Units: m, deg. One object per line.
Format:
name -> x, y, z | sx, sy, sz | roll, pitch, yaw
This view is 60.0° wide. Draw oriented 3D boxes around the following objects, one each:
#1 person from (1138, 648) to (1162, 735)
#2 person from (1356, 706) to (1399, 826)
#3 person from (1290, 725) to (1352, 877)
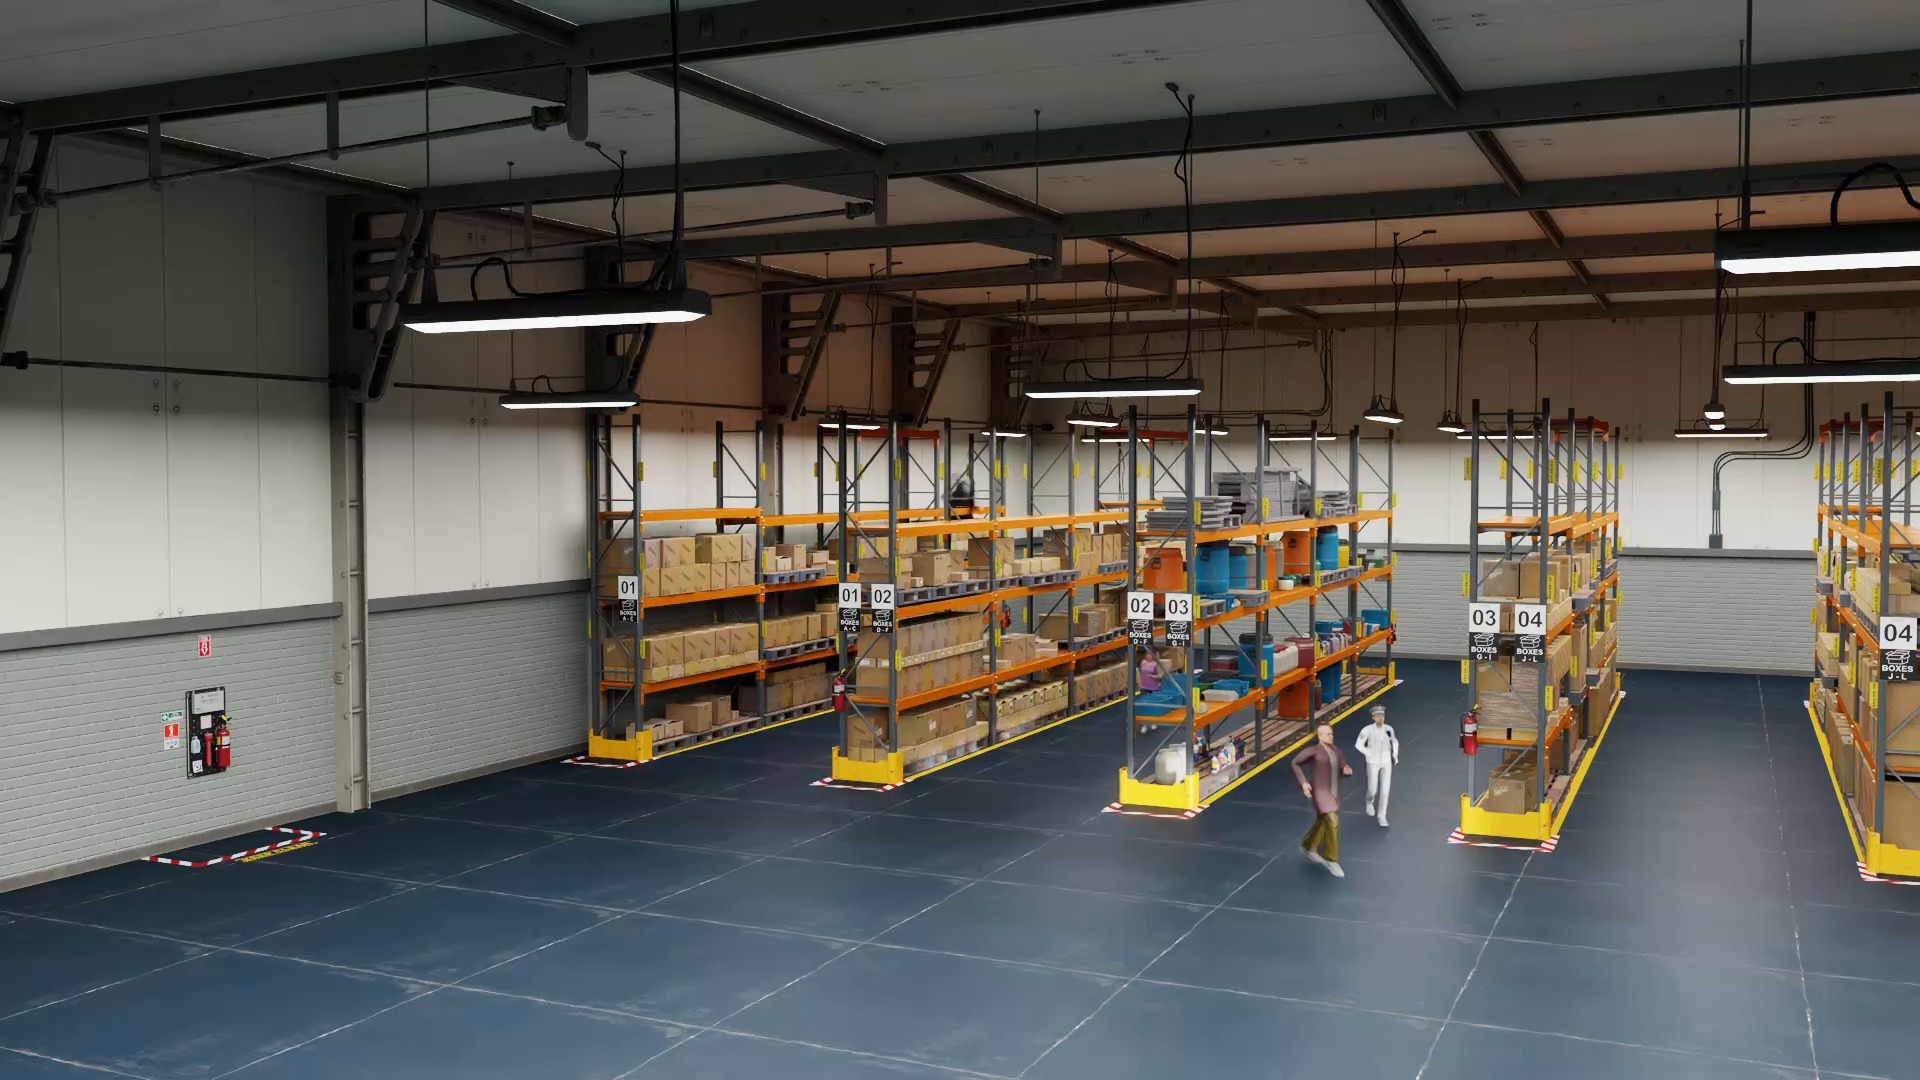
person -> 3.630, 2.886, 31.854 | 0.522, 1.636, 0.690 | 1, 2, 20
person -> 5.965, 3.188, 23.721 | 0.641, 1.677, 0.700 | 0, 2, 0
person -> 4.569, 3.250, 20.905 | 0.676, 1.849, 0.863 | -2, 3, -40
